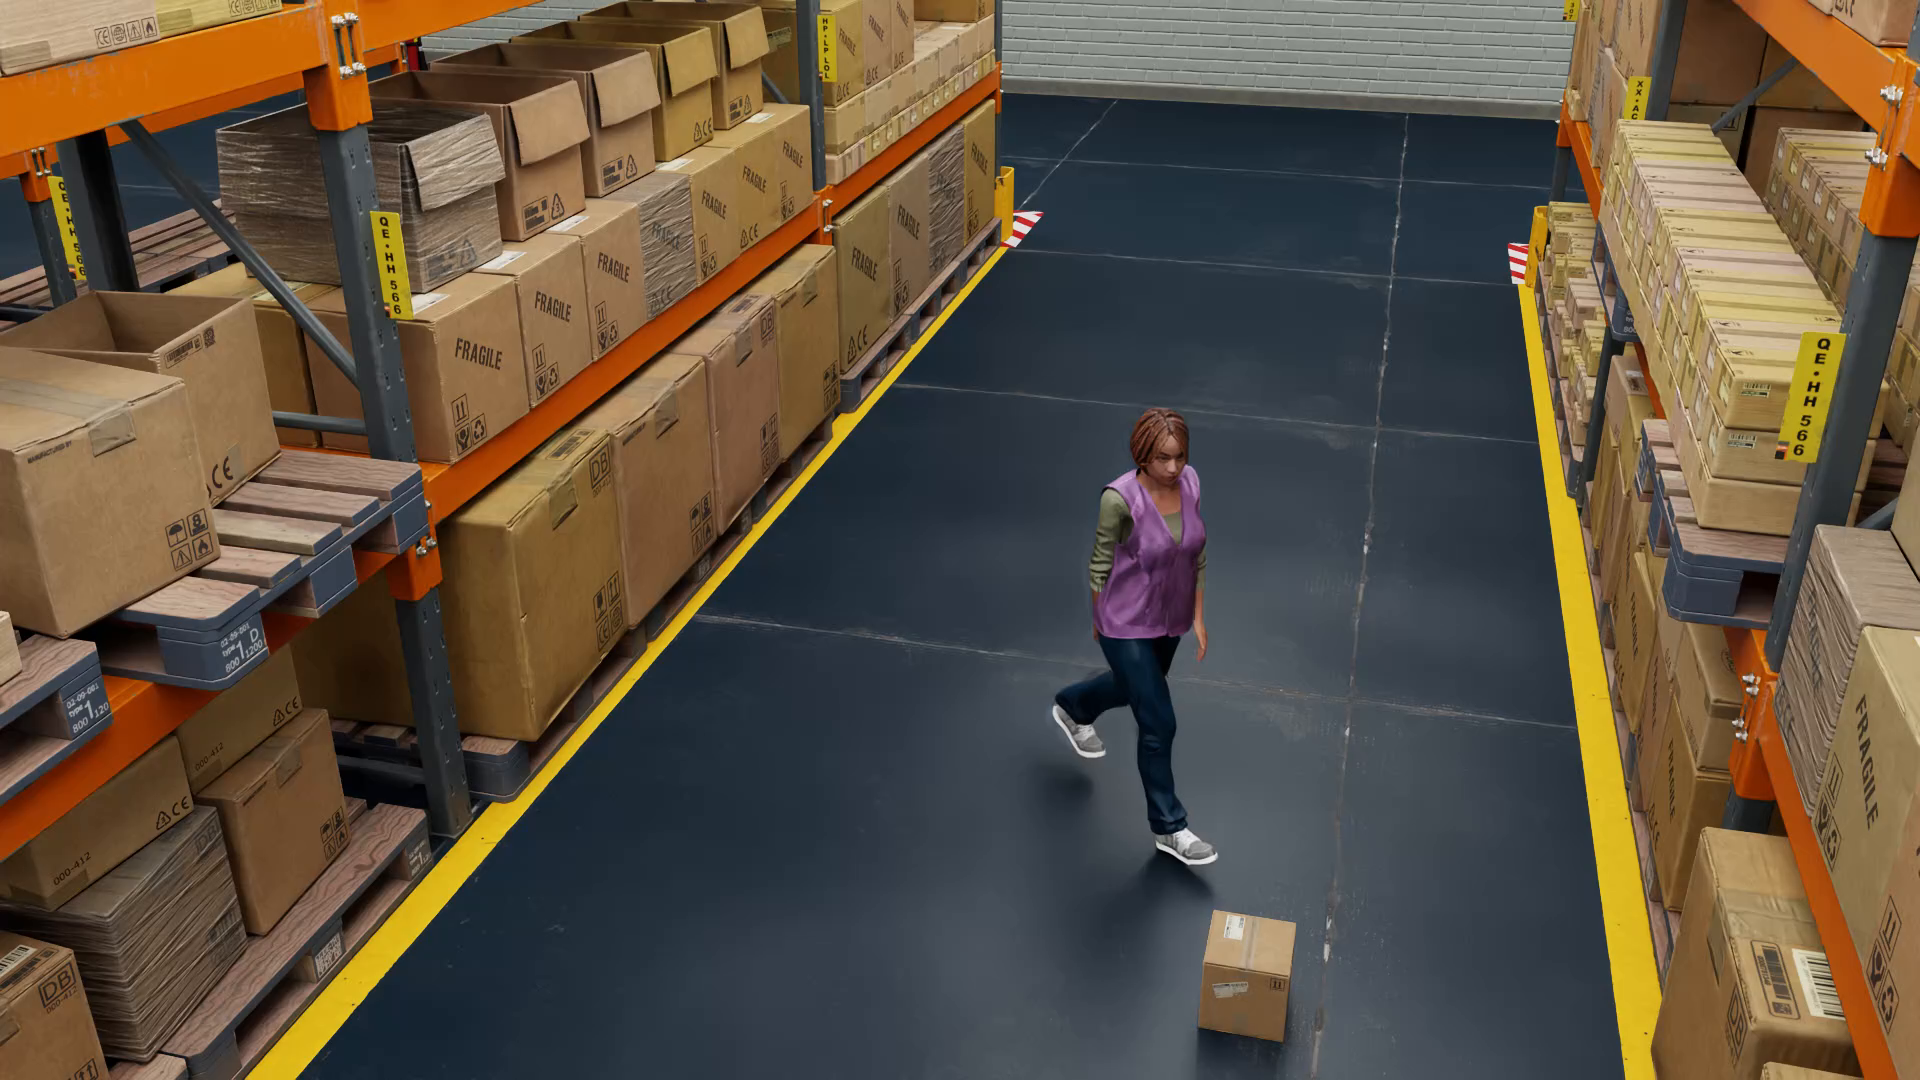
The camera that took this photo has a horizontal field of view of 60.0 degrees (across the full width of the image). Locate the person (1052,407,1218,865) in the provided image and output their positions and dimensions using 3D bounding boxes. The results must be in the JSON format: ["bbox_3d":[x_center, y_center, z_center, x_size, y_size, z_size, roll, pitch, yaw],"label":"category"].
[{"bbox_3d":[0.598,0.256,5.585,0.383,1.557,0.928,-18,31,-33],"label":"person"}]
